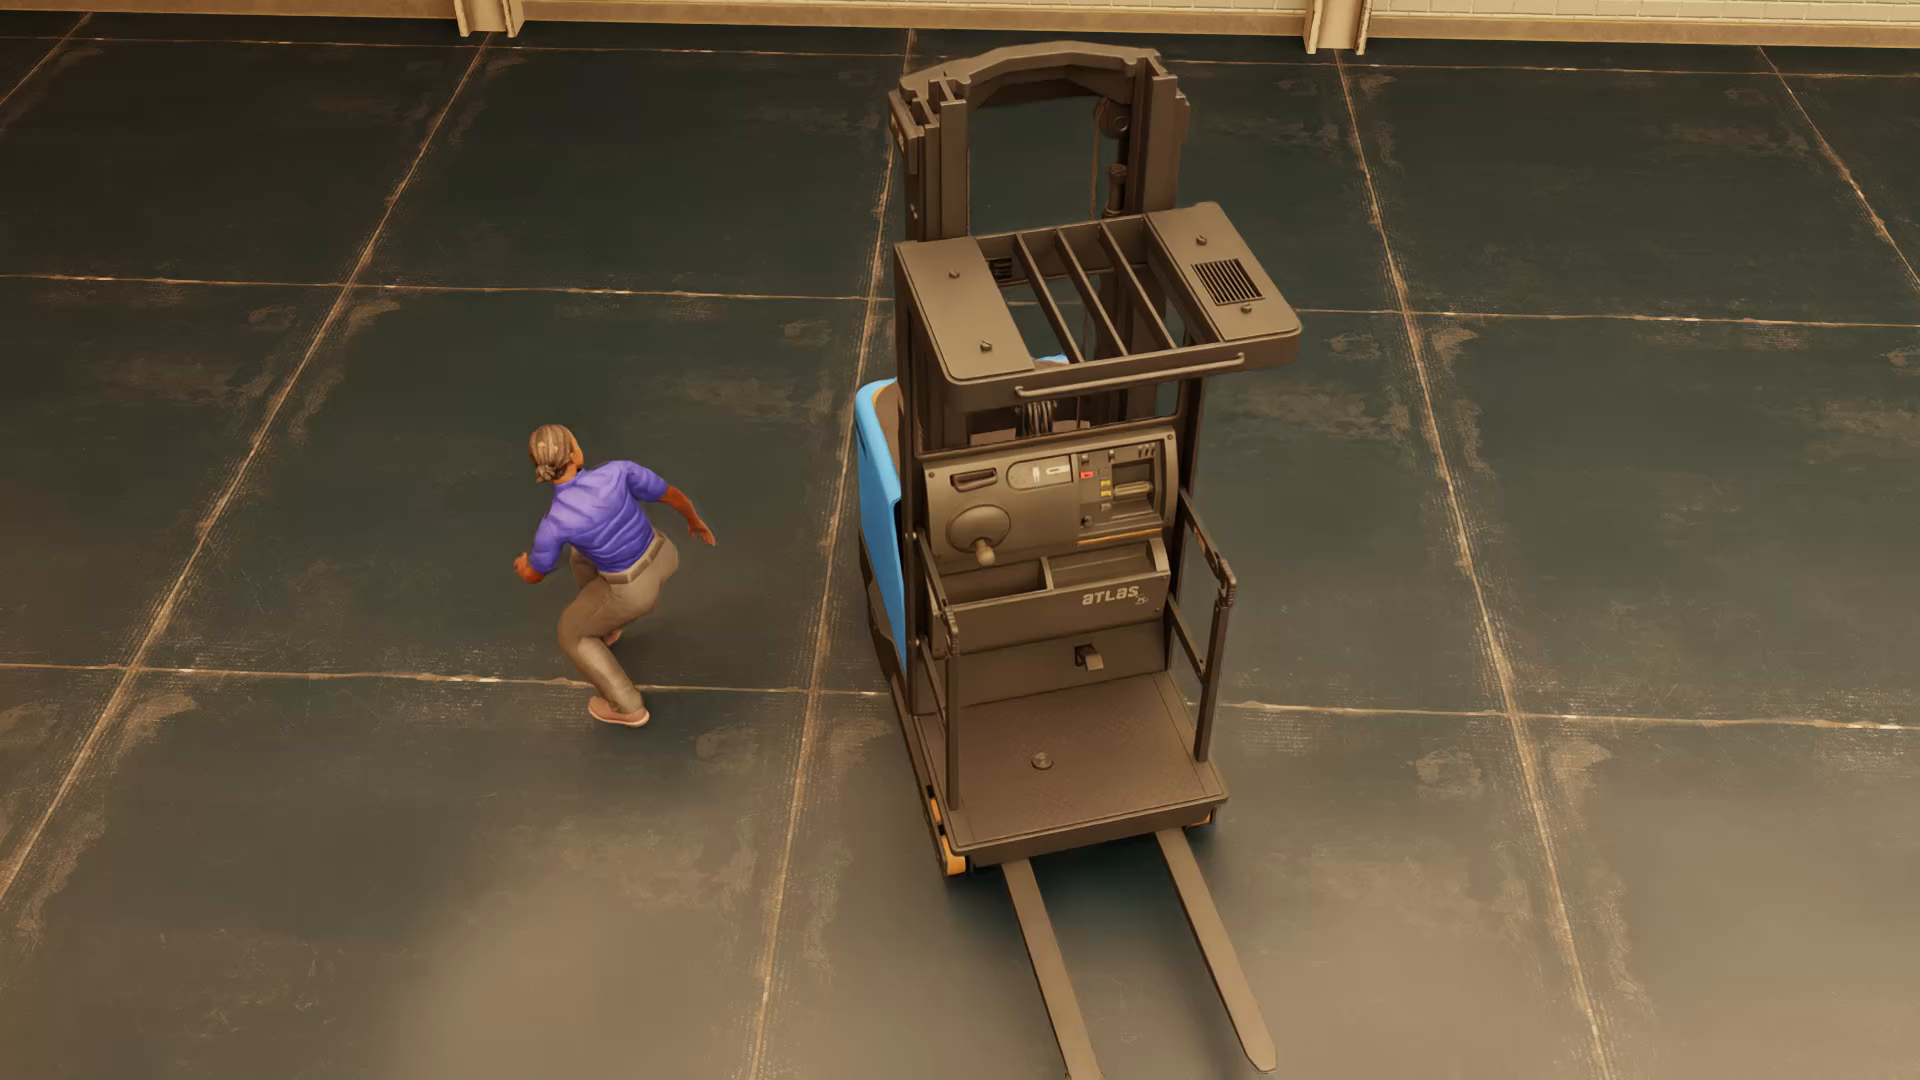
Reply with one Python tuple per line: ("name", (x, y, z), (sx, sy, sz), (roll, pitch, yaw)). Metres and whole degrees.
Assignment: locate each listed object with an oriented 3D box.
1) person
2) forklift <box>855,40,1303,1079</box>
("person", (-1.469, 0.055, 6.808), (0.699, 1.453, 0.687), (22, 47, 22))
("forklift", (0.387, -0.068, 5.816), (1.130, 2.935, 3.031), (-9, 43, -10))
